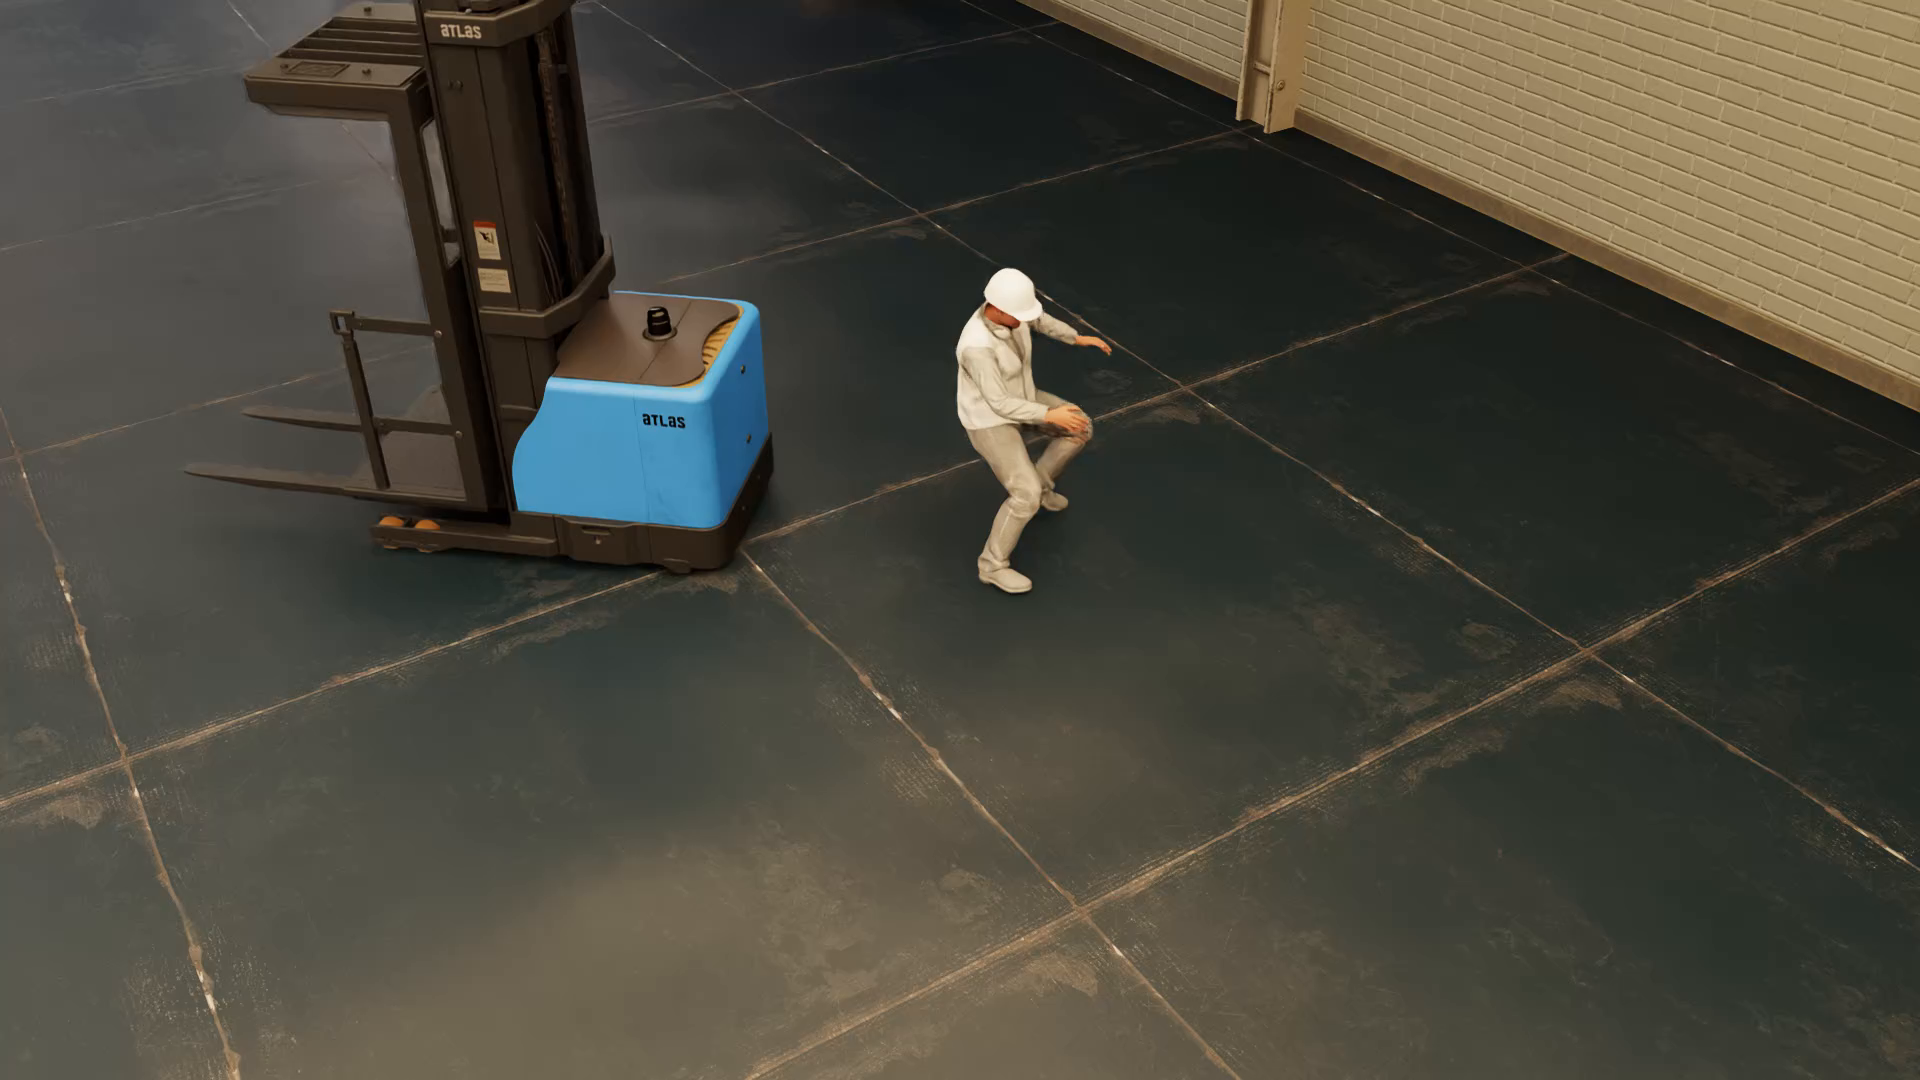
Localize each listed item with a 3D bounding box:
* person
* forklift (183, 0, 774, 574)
[{"bbox_3d":[0.355,-0.639,8.247,0.782,1.568,0.953,16,38,22],"label":"person"},{"bbox_3d":[-2.585,-1.427,8.179,3.031,2.935,1.130,6,35,8],"label":"forklift"}]
